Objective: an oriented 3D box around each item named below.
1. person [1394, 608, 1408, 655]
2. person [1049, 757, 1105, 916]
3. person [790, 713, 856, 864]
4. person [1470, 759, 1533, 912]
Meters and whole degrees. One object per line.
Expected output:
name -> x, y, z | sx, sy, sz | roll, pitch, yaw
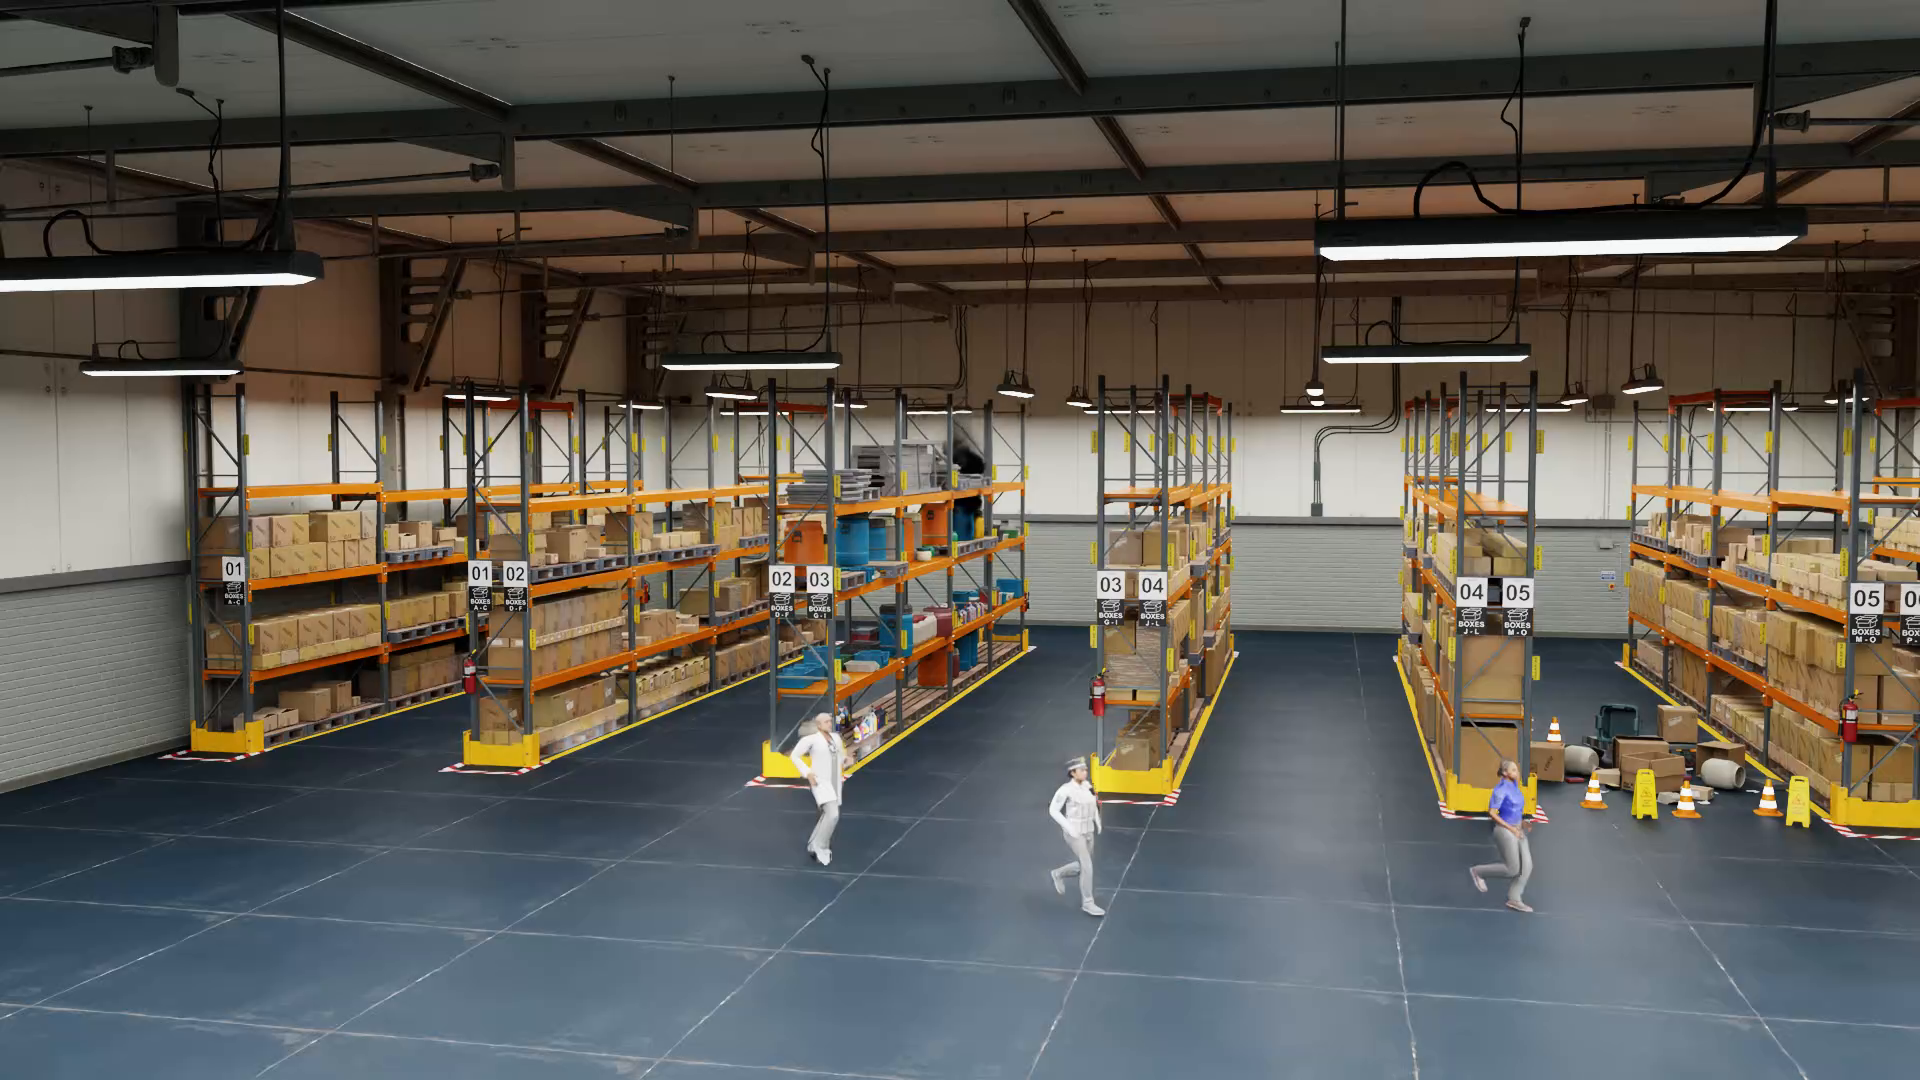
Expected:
person -> 10.757, 1.933, 39.405 | 0.889, 1.612, 0.611 | 0, 3, 6
person -> 1.246, 3.142, 17.854 | 0.760, 1.670, 0.635 | 3, 5, 44
person -> -1.597, 2.984, 19.961 | 0.737, 1.808, 0.670 | 3, 4, 40
person -> 5.895, 3.173, 17.999 | 0.669, 1.625, 0.578 | 3, 4, 42
